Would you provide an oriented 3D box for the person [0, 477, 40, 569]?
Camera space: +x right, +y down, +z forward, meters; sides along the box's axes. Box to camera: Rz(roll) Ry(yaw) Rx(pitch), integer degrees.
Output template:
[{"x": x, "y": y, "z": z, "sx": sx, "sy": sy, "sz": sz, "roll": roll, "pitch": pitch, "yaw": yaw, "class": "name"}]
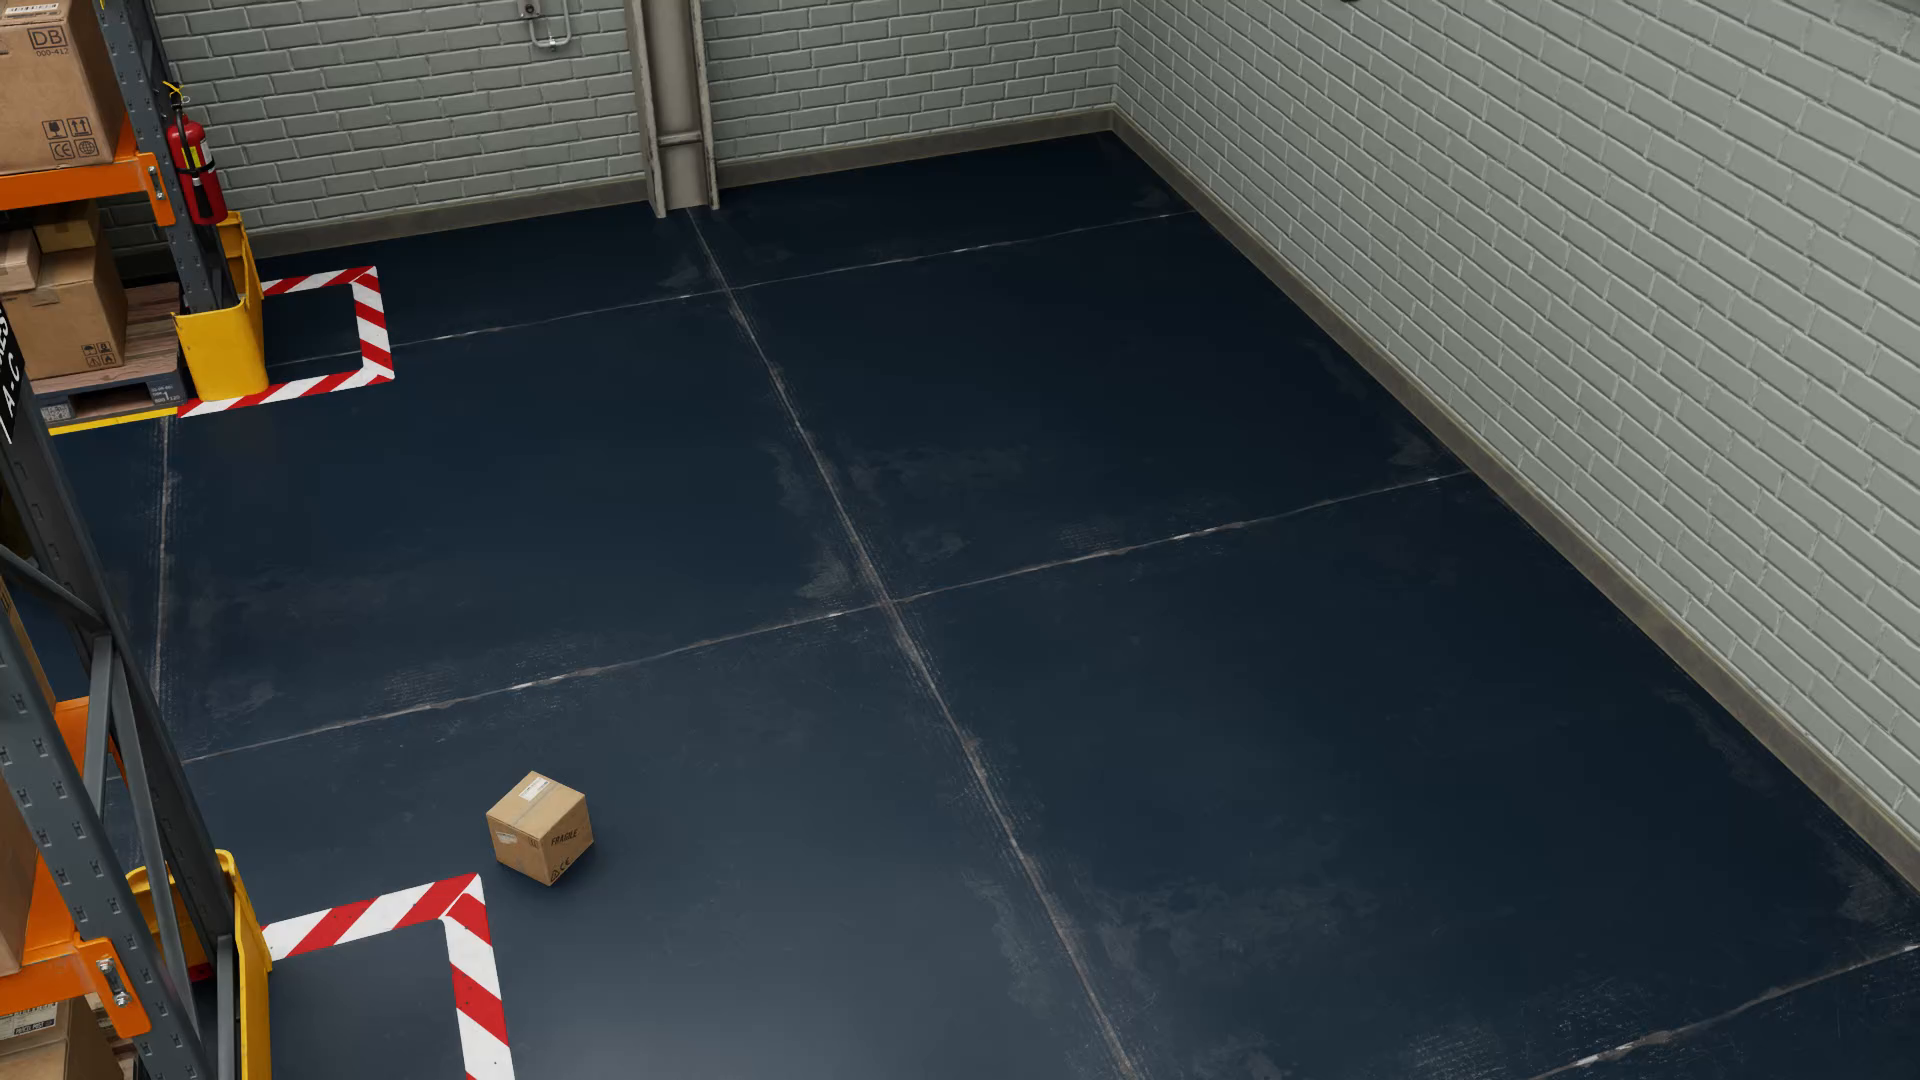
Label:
[{"x": -4.380, "y": -0.572, "z": 6.947, "sx": 0.601, "sy": 1.853, "sz": 0.576, "roll": 17, "pitch": 40, "yaw": 21, "class": "person"}]
